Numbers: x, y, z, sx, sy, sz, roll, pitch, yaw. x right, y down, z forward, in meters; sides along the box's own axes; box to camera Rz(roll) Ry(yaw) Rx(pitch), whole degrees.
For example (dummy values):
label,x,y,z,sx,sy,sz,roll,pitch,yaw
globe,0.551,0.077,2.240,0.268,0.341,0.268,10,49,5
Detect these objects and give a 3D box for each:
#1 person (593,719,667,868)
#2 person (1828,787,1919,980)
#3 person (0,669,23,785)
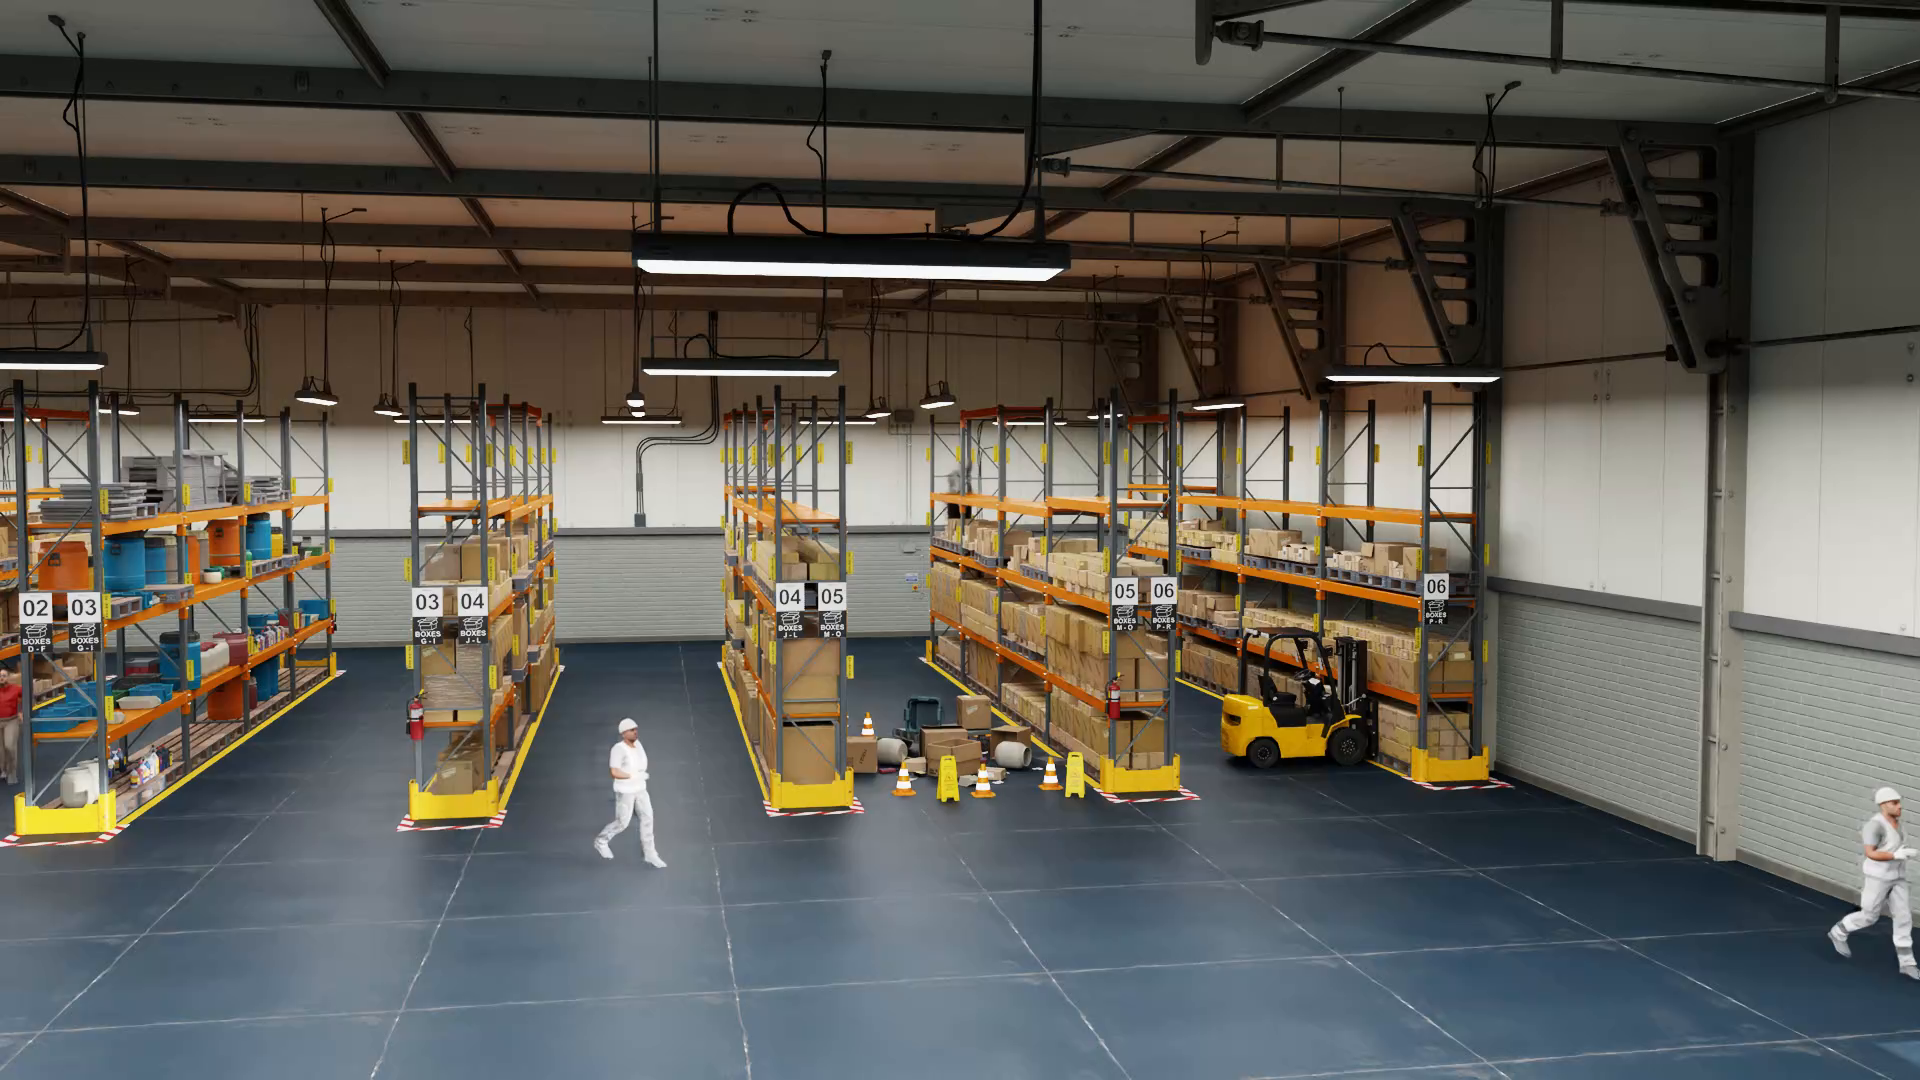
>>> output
label,x,y,z,sx,sy,sz,roll,pitch,yaw
person,-4.031,3.072,20.260,0.976,1.801,0.690,1,3,24
person,8.898,3.259,16.044,0.664,1.772,0.990,-1,3,-26
person,-14.590,2.865,25.396,0.640,1.781,0.727,-1,3,-17
